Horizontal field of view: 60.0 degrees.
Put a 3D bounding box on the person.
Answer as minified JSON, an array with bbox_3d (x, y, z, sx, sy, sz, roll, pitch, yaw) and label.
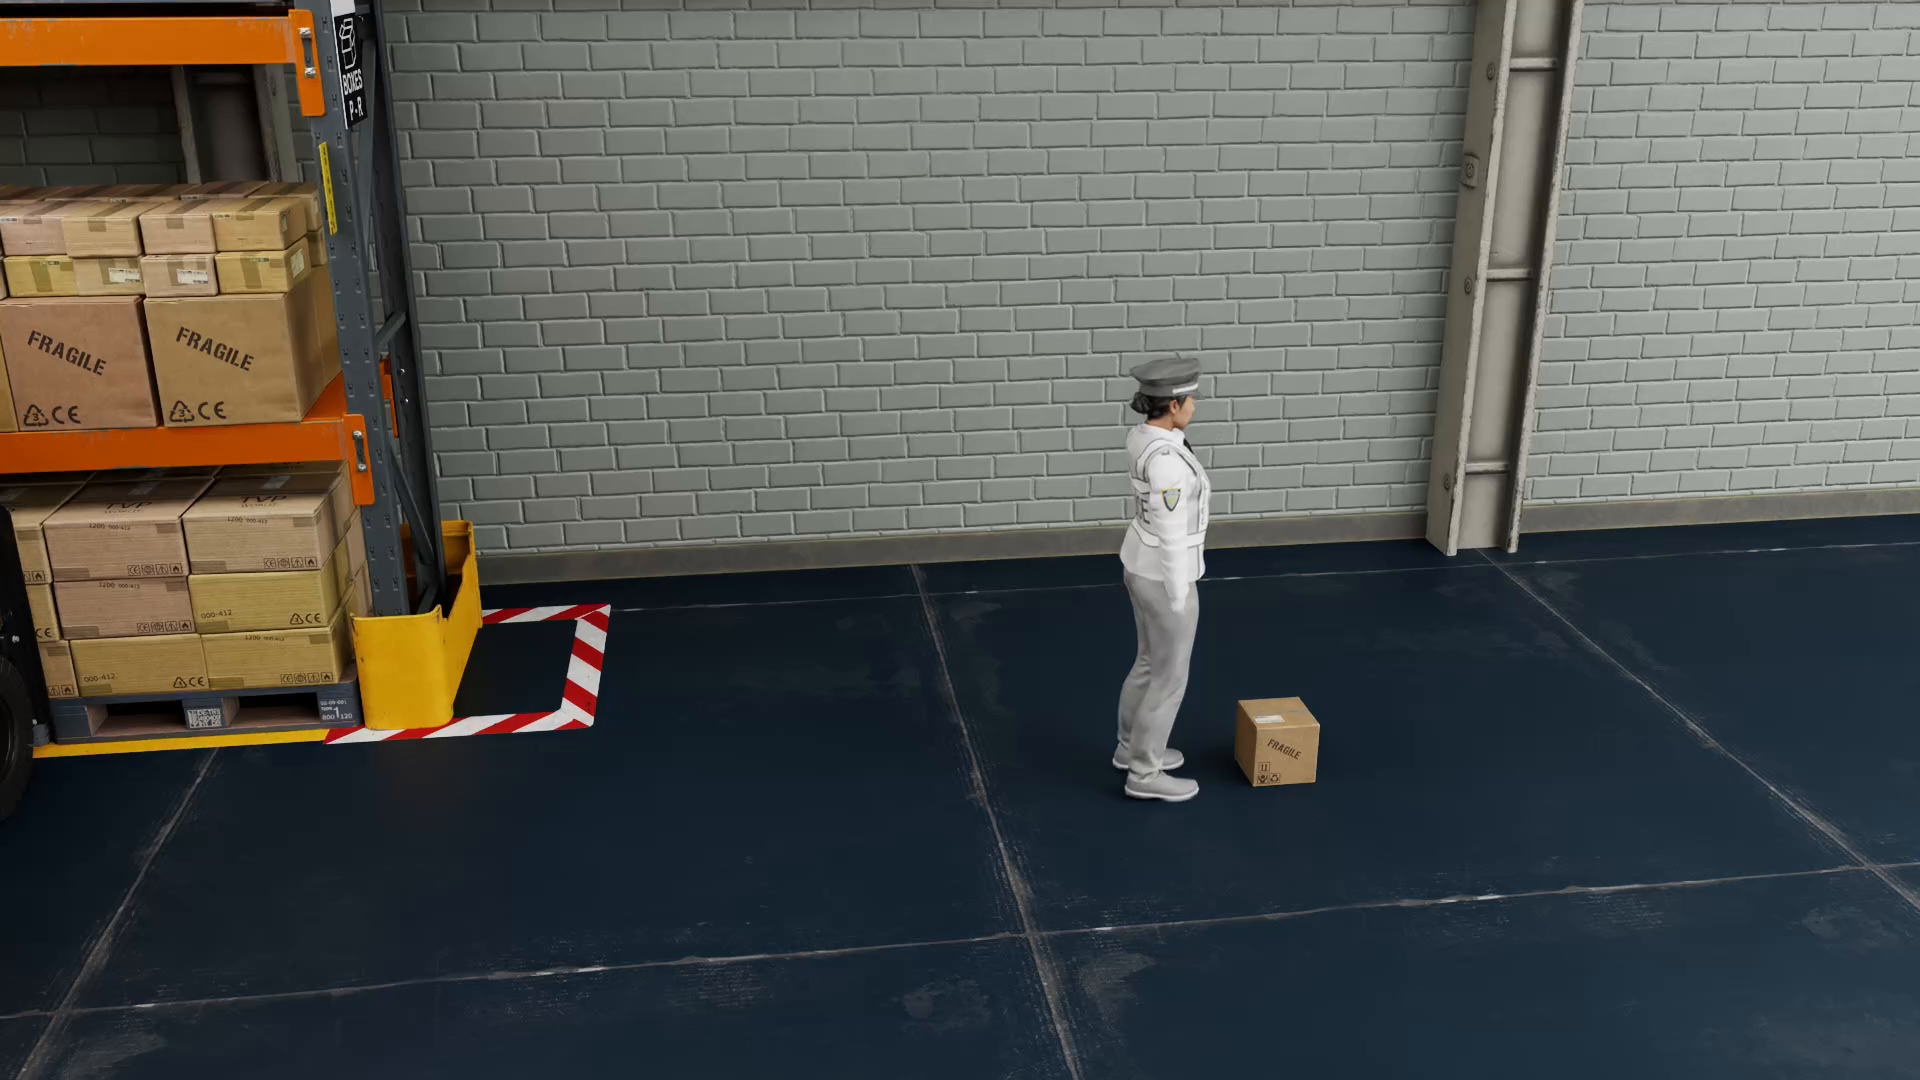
[{"bbox_3d":[0.762,0.144,6.192,0.329,1.665,0.469,-2,20,-7],"label":"person"}]
